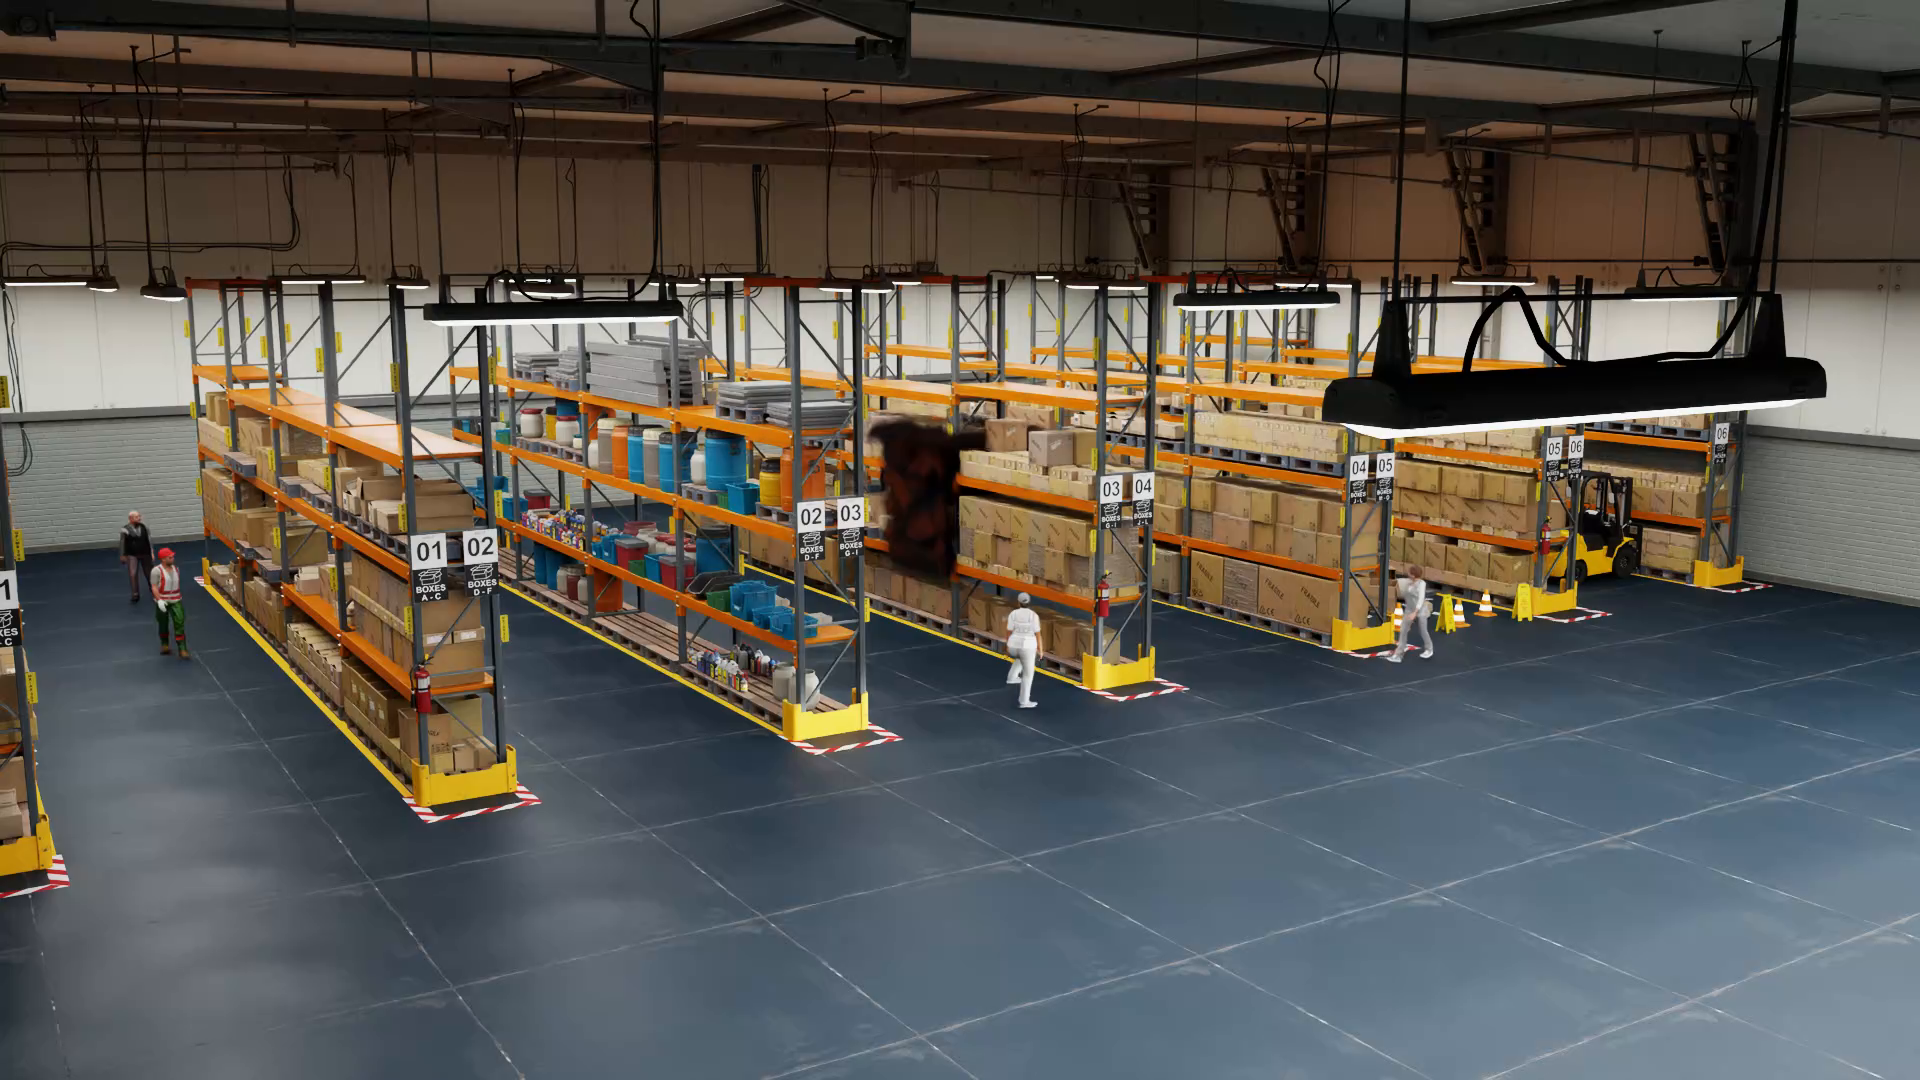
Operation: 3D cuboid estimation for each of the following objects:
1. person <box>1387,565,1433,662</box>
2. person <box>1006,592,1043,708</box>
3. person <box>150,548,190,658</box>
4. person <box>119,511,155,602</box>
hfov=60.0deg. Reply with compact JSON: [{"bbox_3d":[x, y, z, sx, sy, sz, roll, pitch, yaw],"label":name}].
[{"bbox_3d":[7.199,1.156,26.356,0.949,1.544,0.388,-9,13,-42],"label":"person"},{"bbox_3d":[0.948,1.556,23.824,0.548,1.666,0.573,7,12,34],"label":"person"},{"bbox_3d":[-12.733,0.998,26.722,0.474,1.741,0.975,-6,12,-34],"label":"person"},{"bbox_3d":[-15.471,0.284,31.270,0.596,1.678,0.976,-3,10,-20],"label":"person"}]
